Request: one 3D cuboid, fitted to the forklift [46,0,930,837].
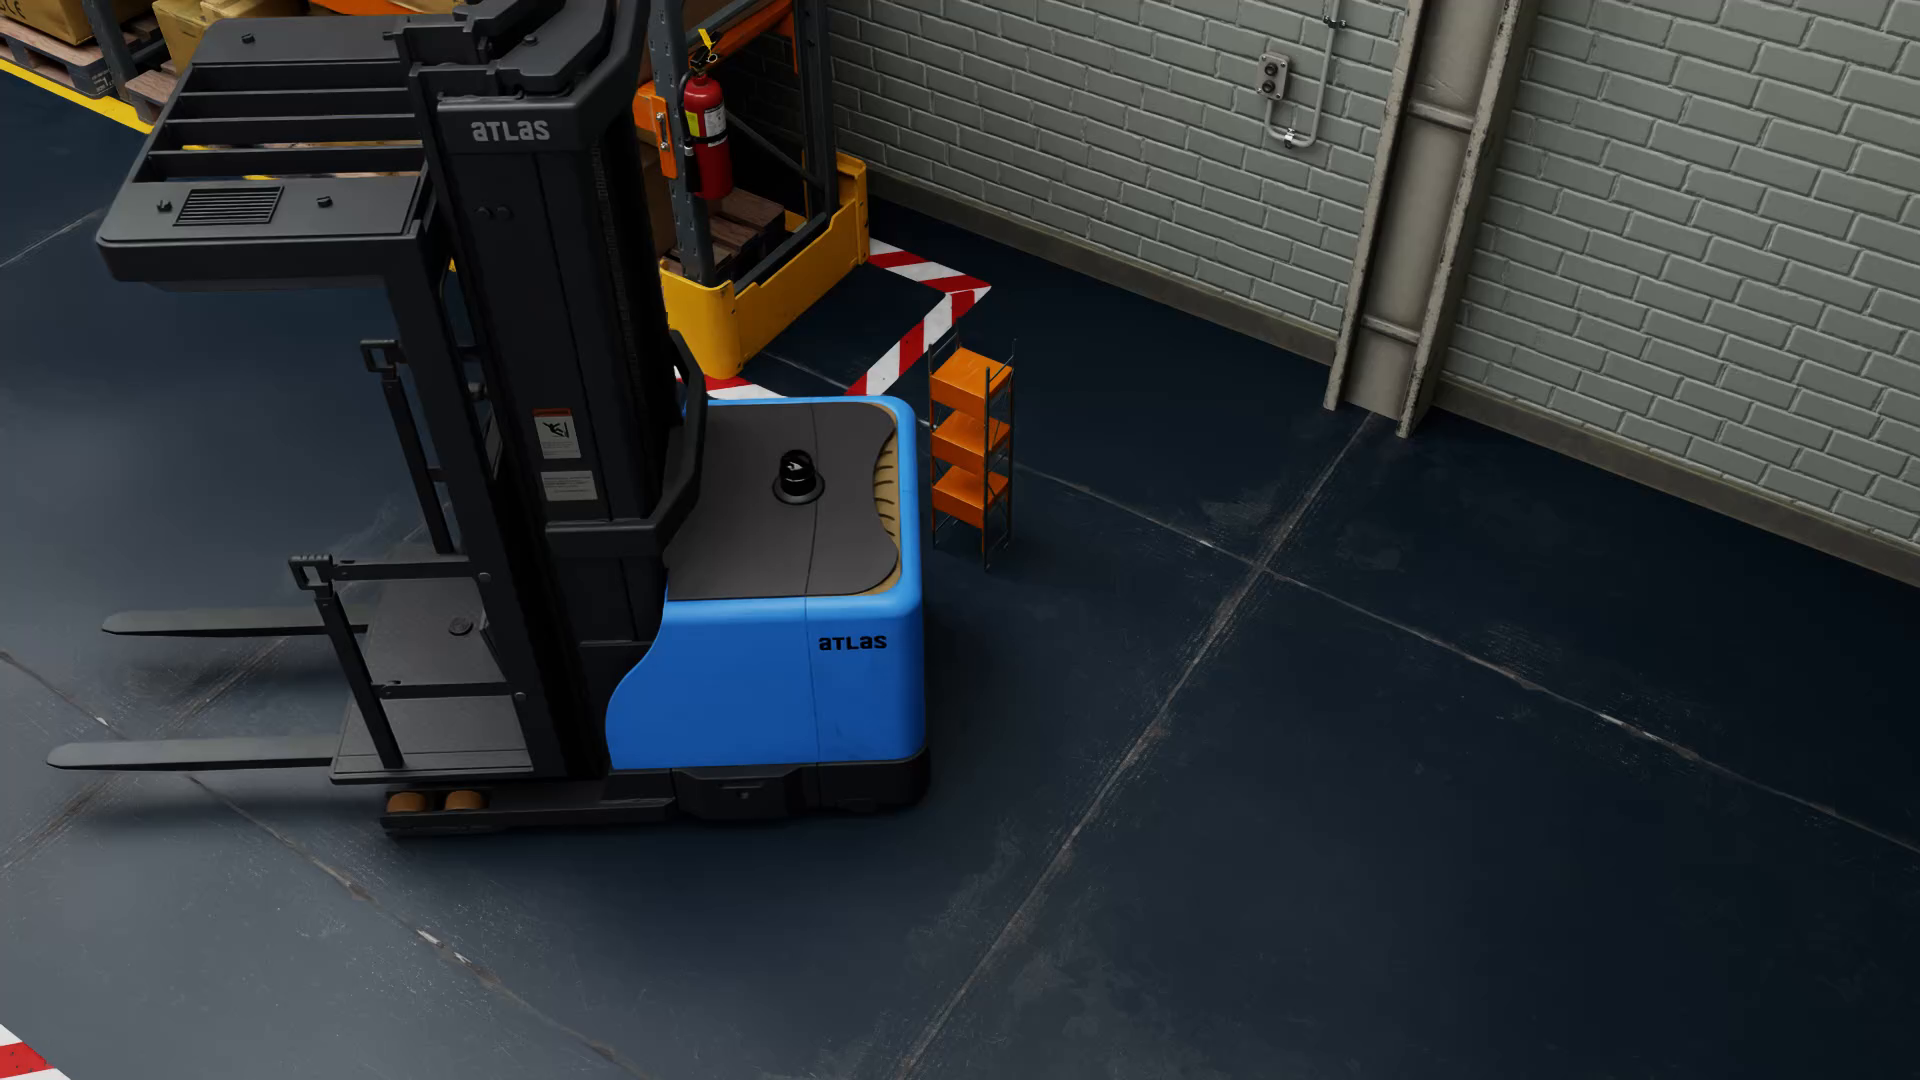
[{"bbox_3d":[-1.636,-0.387,5.083,3.031,2.935,1.130,-2,46,-2],"label":"forklift"}]

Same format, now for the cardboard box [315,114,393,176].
[{"bbox_3d":[-2.834,-2.249,8.294,0.500,0.500,0.700,26,51,23],"label":"cardboard box"}]

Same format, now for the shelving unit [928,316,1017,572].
[{"bbox_3d":[0.045,-0.345,6.353,0.252,1.050,0.215,25,51,22],"label":"shelving unit"}]

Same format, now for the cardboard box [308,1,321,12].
[{"bbox_3d":[-3.034,-2.743,8.322,0.250,0.149,0.380,23,50,21],"label":"cardboard box"}]

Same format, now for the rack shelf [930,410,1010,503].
[{"bbox_3d":[0.045,-0.338,6.361,0.240,0.259,0.215,25,51,22],"label":"rack shelf"}]

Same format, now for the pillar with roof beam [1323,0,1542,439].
[{"bbox_3d":[-0.478,-1.141,1.584,0.400,9.000,9.100,25,51,22],"label":"pillar with roof beam"}]

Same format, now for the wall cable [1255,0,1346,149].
[{"bbox_3d":[0.695,-2.602,6.479,1.851,1.984,0.084,25,51,22],"label":"wall cable"}]

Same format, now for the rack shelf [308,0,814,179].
[{"bbox_3d":[-2.577,-2.696,7.780,4.000,0.370,1.077,25,51,22],"label":"rack shelf"}]

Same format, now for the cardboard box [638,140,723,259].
[{"bbox_3d":[-1.536,-1.659,7.720,0.500,0.500,0.700,25,51,22],"label":"cardboard box"}]

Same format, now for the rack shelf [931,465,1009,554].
[{"bbox_3d":[0.045,-0.144,6.560,0.240,0.259,0.215,25,51,22],"label":"rack shelf"}]

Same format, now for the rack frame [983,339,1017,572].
[{"bbox_3d":[0.148,-0.298,6.307,0.008,1.050,0.200,25,51,22],"label":"rack frame"}]

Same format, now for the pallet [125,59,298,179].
[{"bbox_3d":[-3.662,-2.408,8.943,1.213,0.211,1.003,25,51,22],"label":"pallet"}]

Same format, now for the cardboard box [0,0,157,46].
[{"bbox_3d":[-4.878,-3.292,9.063,0.750,0.750,0.750,25,51,23],"label":"cardboard box"}]

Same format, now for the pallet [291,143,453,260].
[{"bbox_3d":[-2.631,-1.936,8.484,1.213,0.211,1.003,25,51,22],"label":"pallet"}]

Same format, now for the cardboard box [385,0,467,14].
[{"bbox_3d":[-1.946,-2.744,7.115,0.700,0.700,0.980,24,51,22],"label":"cardboard box"}]

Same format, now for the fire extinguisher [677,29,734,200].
[{"bbox_3d":[-1.015,-1.679,6.604,0.183,0.674,0.296,25,51,22],"label":"fire extinguisher"}]

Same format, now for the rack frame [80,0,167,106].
[{"bbox_3d":[-4.260,-3.721,8.275,0.127,3.000,1.000,25,51,22],"label":"rack frame"}]

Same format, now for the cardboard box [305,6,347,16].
[{"bbox_3d":[-3.057,-2.427,8.014,0.250,0.149,0.380,23,50,21],"label":"cardboard box"}]

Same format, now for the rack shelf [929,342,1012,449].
[{"bbox_3d":[0.045,-0.536,6.157,0.240,0.259,0.215,25,51,22],"label":"rack shelf"}]

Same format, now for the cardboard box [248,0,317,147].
[{"bbox_3d":[-3.265,-2.449,8.488,0.500,0.500,0.700,24,51,22],"label":"cardboard box"}]

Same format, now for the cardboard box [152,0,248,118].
[{"bbox_3d":[-3.686,-2.645,8.679,0.500,0.500,0.700,25,51,23],"label":"cardboard box"}]

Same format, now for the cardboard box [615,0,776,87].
[{"bbox_3d":[-1.328,-2.469,6.848,0.700,0.700,0.980,27,52,24],"label":"cardboard box"}]

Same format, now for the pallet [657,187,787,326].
[{"bbox_3d":[-1.608,-1.463,8.025,1.213,0.211,1.003,25,51,22],"label":"pallet"}]

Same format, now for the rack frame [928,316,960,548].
[{"bbox_3d":[-0.058,-0.392,6.399,0.008,1.050,0.200,25,51,22],"label":"rack frame"}]

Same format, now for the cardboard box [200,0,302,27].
[{"bbox_3d":[-3.496,-2.629,8.211,0.250,0.149,0.380,26,51,23],"label":"cardboard box"}]

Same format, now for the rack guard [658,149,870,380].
[{"bbox_3d":[-0.873,-1.292,7.657,0.348,0.500,1.175,25,51,22],"label":"rack guard"}]

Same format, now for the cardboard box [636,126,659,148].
[{"bbox_3d":[-1.323,-1.957,7.558,0.250,0.149,0.380,25,51,22],"label":"cardboard box"}]

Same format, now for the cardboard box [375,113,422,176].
[{"bbox_3d":[-2.381,-2.047,8.097,0.500,0.500,0.700,23,50,21],"label":"cardboard box"}]

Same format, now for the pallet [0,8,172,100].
[{"bbox_3d":[-4.950,-3.003,9.521,1.213,0.211,1.003,25,51,22],"label":"pallet"}]

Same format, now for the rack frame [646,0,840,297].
[{"bbox_3d":[-0.893,-2.173,6.770,0.127,3.000,1.000,25,51,22],"label":"rack frame"}]
